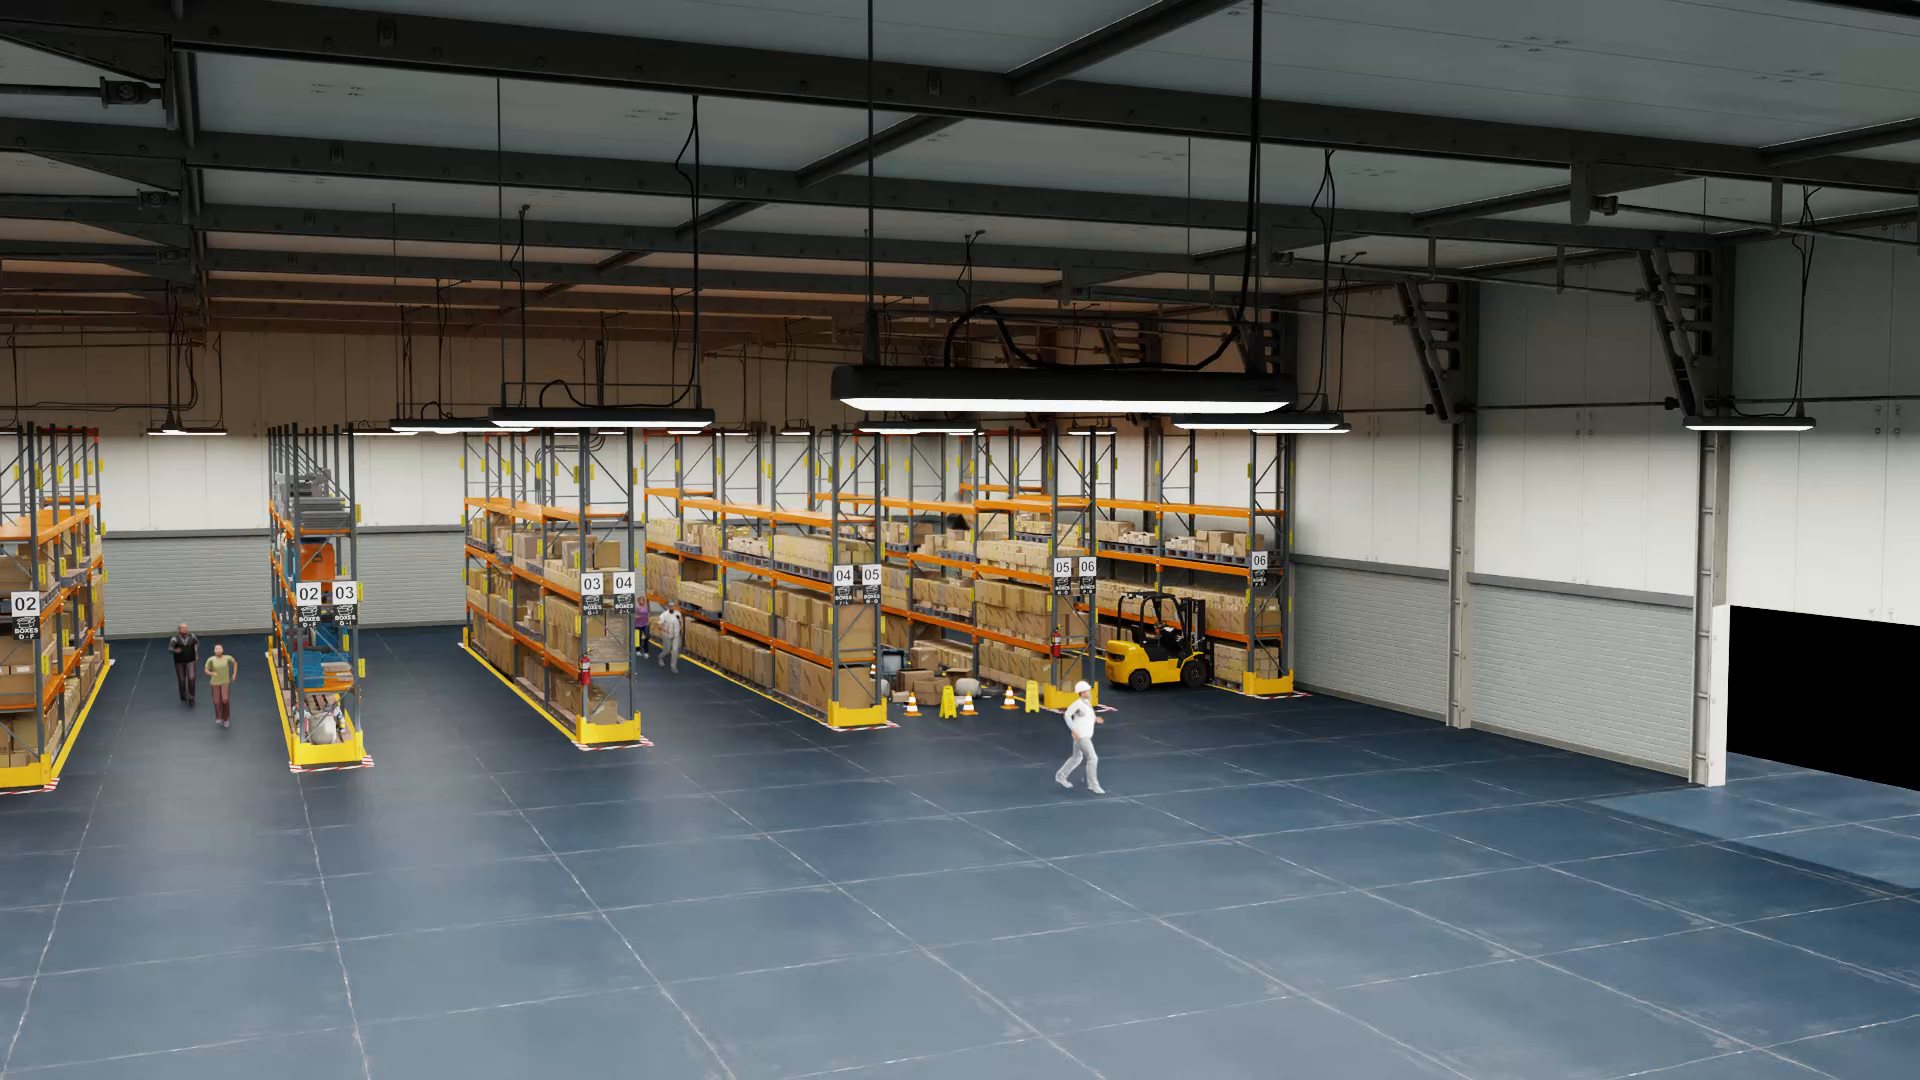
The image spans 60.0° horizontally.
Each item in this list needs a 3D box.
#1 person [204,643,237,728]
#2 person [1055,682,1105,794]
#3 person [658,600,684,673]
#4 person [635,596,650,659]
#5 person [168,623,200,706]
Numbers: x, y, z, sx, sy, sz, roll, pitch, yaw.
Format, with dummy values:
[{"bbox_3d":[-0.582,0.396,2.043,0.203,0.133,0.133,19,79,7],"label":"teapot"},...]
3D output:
[{"bbox_3d":[-14.649,2.889,32.955,0.588,1.714,0.688,-1,4,-22],"label":"person"},{"bbox_3d":[1.952,3.189,26.932,0.834,1.809,0.649,1,4,9],"label":"person"},{"bbox_3d":[-7.119,2.354,40.961,0.670,1.786,0.844,-2,4,-27],"label":"person"},{"bbox_3d":[-8.279,2.272,43.312,0.516,1.635,0.678,-2,4,-27],"label":"person"},{"bbox_3d":[-16.692,2.679,35.797,0.643,1.784,0.801,-2,4,-28],"label":"person"}]
